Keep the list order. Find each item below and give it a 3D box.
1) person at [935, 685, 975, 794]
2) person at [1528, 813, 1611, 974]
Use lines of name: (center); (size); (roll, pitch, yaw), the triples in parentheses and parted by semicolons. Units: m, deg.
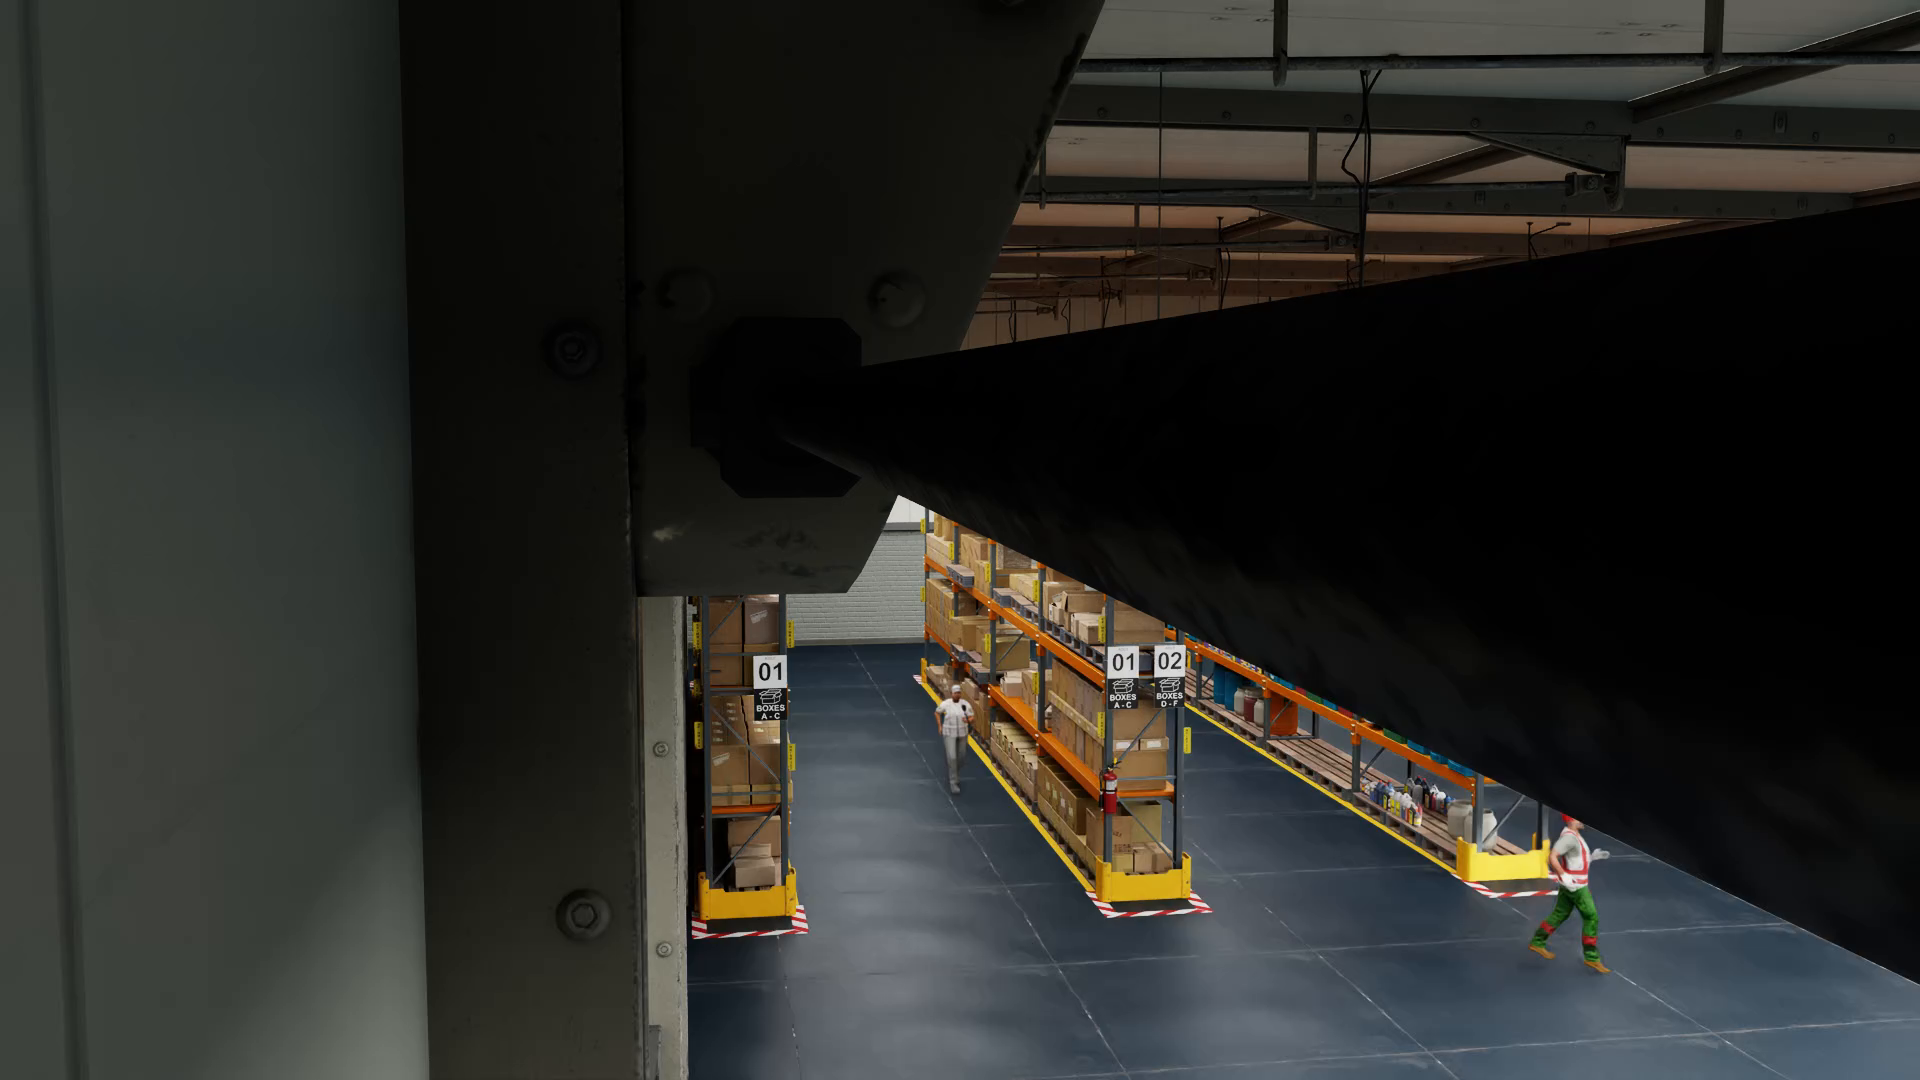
person: (-0.064, 3.141, 26.618); (0.601, 1.667, 0.915); (-1, 5, -13)
person: (6.717, 3.814, 18.266); (0.859, 1.833, 0.651); (1, 5, 14)
